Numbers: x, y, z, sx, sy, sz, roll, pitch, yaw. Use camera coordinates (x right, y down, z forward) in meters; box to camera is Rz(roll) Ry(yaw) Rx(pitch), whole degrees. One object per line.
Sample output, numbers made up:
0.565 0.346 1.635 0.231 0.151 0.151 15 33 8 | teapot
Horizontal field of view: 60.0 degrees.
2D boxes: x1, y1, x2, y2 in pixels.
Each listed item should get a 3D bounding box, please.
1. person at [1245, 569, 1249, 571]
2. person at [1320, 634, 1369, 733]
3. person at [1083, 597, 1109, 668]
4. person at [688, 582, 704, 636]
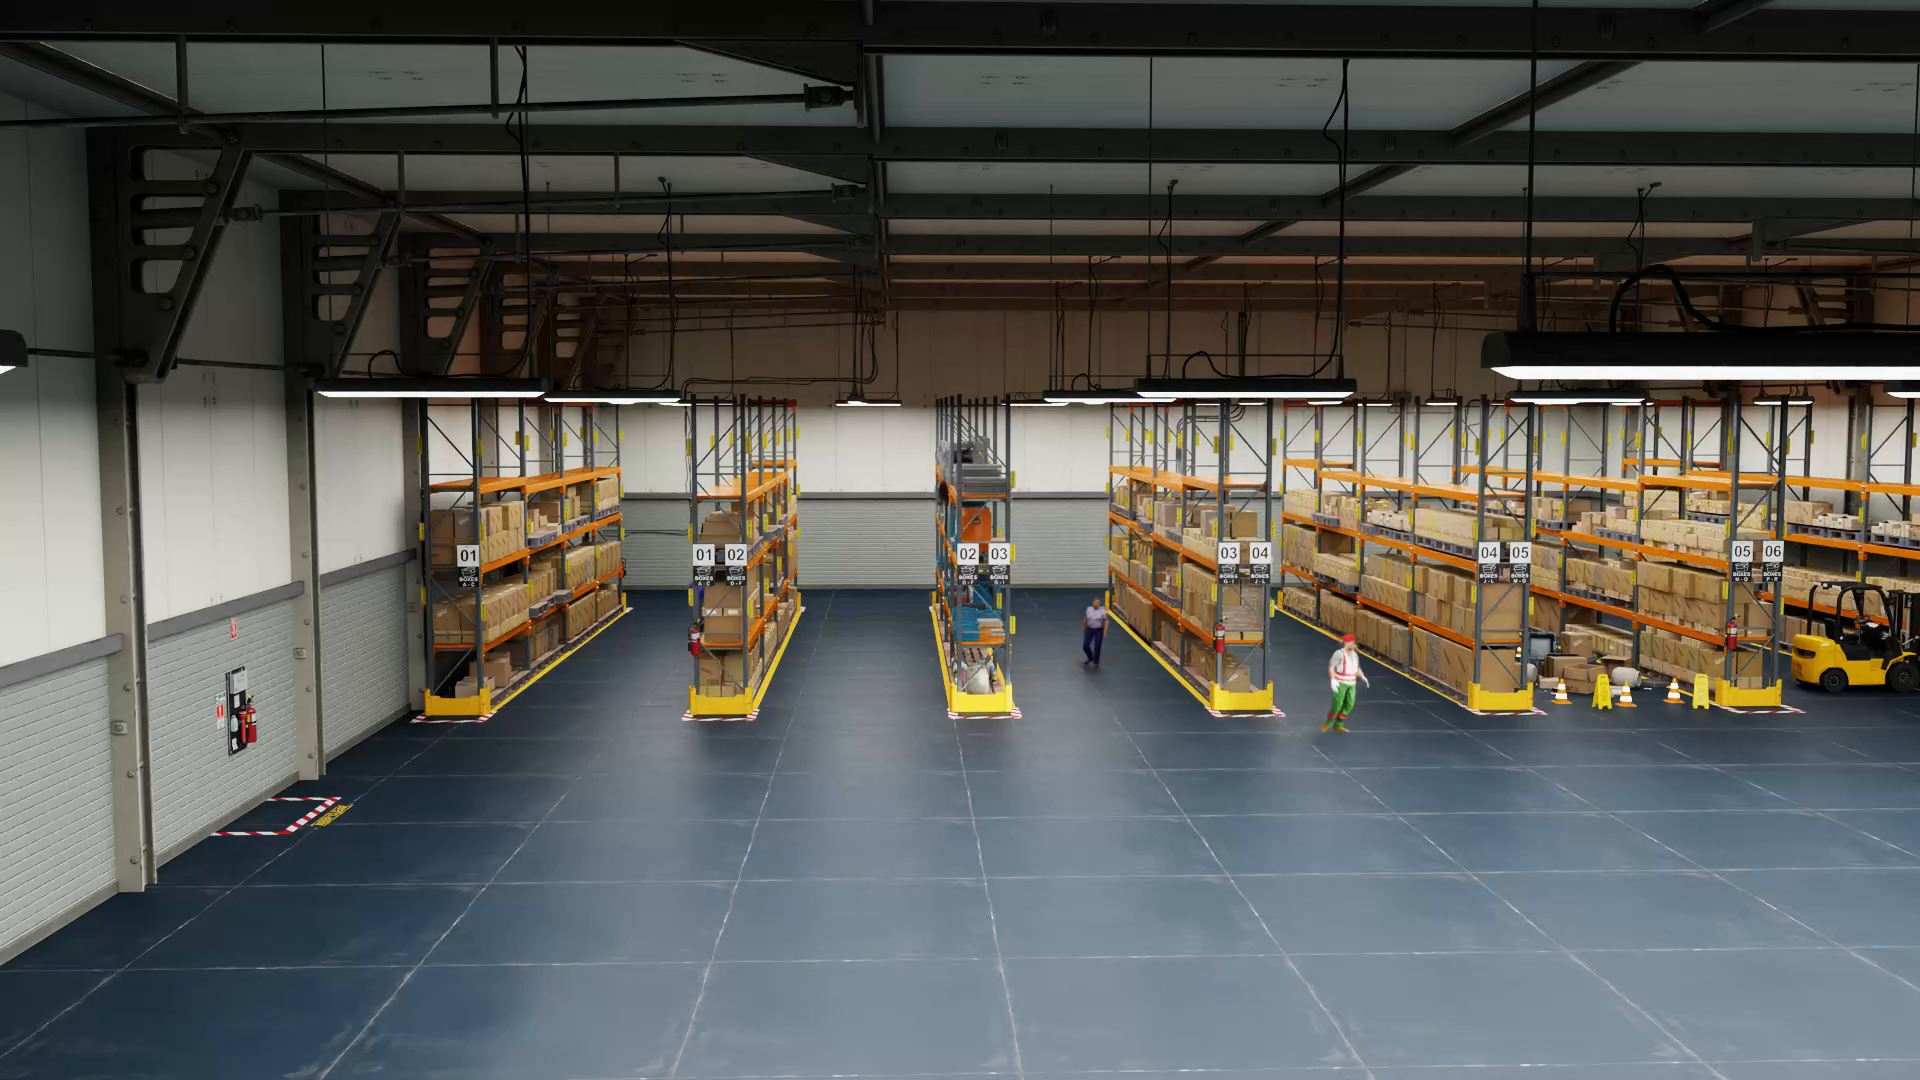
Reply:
7.972 1.142 48.015 0.760 1.657 0.742 1 5 10 | person
6.770 2.538 29.315 0.771 1.754 0.573 -3 5 -31 | person
2.980 2.040 36.716 0.623 1.599 0.594 1 5 13 | person
-6.501 1.643 41.514 0.583 1.690 0.723 0 5 -4 | person
